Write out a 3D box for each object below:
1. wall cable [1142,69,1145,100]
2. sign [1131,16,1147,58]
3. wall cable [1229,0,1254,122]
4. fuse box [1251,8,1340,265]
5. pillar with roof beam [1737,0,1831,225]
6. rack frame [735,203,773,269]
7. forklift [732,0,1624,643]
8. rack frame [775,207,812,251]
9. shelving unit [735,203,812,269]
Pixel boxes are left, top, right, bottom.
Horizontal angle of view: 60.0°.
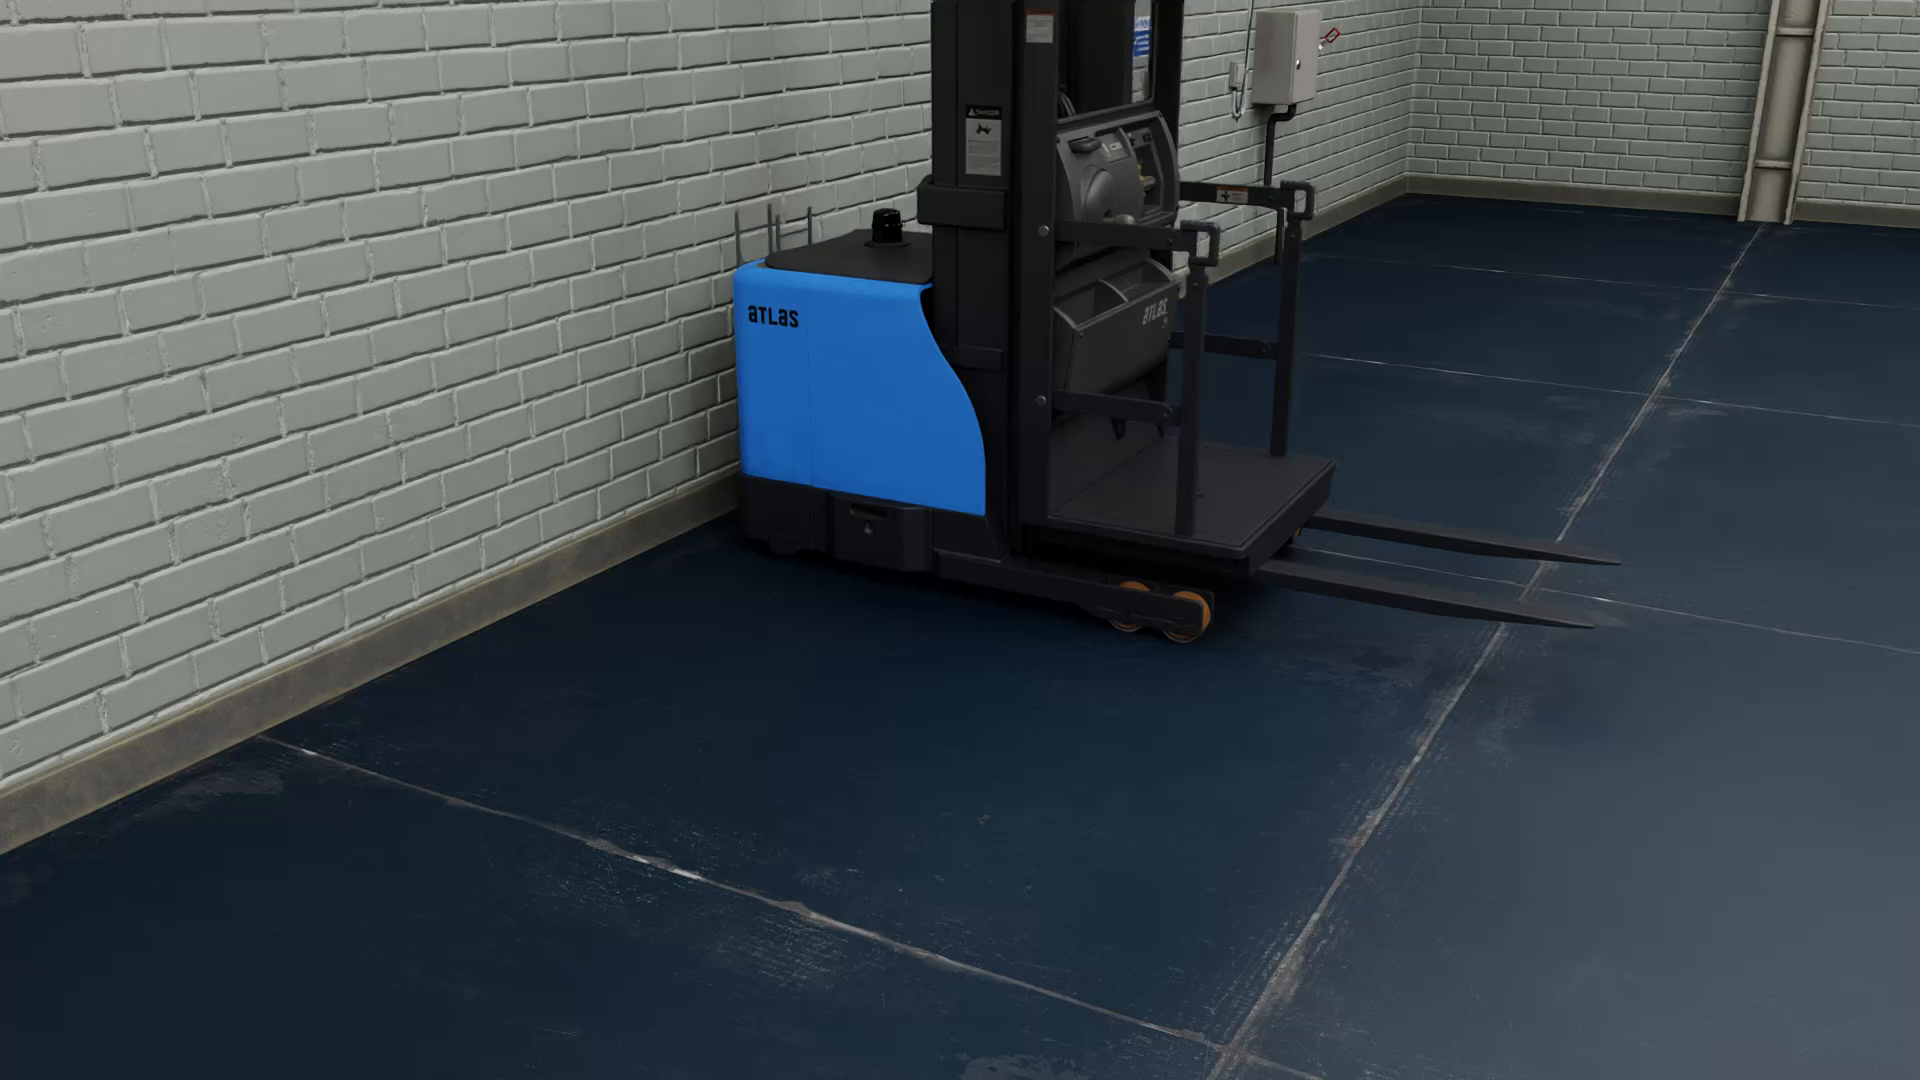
[{"bbox_3d":[1.126,-3.246,9.379,0.123,1.953,0.585,11,23,27],"label":"wall cable"},{"bbox_3d":[1.049,-2.877,9.500,0.001,0.218,0.327,11,23,27],"label":"sign"},{"bbox_3d":[1.807,-3.655,10.554,0.122,1.984,0.588,11,23,27],"label":"wall cable"},{"bbox_3d":[2.278,-2.749,11.434,0.414,1.711,0.539,11,23,27],"label":"fuse box"},{"bbox_3d":[4.464,-5.557,8.487,0.400,9.000,9.100,11,23,27],"label":"pillar with roof beam"},{"bbox_3d":[-0.789,-0.705,6.549,0.006,1.200,0.240,10,22,26],"label":"rack frame"},{"bbox_3d":[0.720,-1.248,5.509,3.031,2.935,1.130,10,22,26],"label":"forklift"},{"bbox_3d":[-0.627,-0.676,6.468,0.006,1.200,0.240,10,22,26],"label":"rack frame"},{"bbox_3d":[-0.708,-0.690,6.509,0.189,1.200,0.258,10,22,26],"label":"shelving unit"}]
